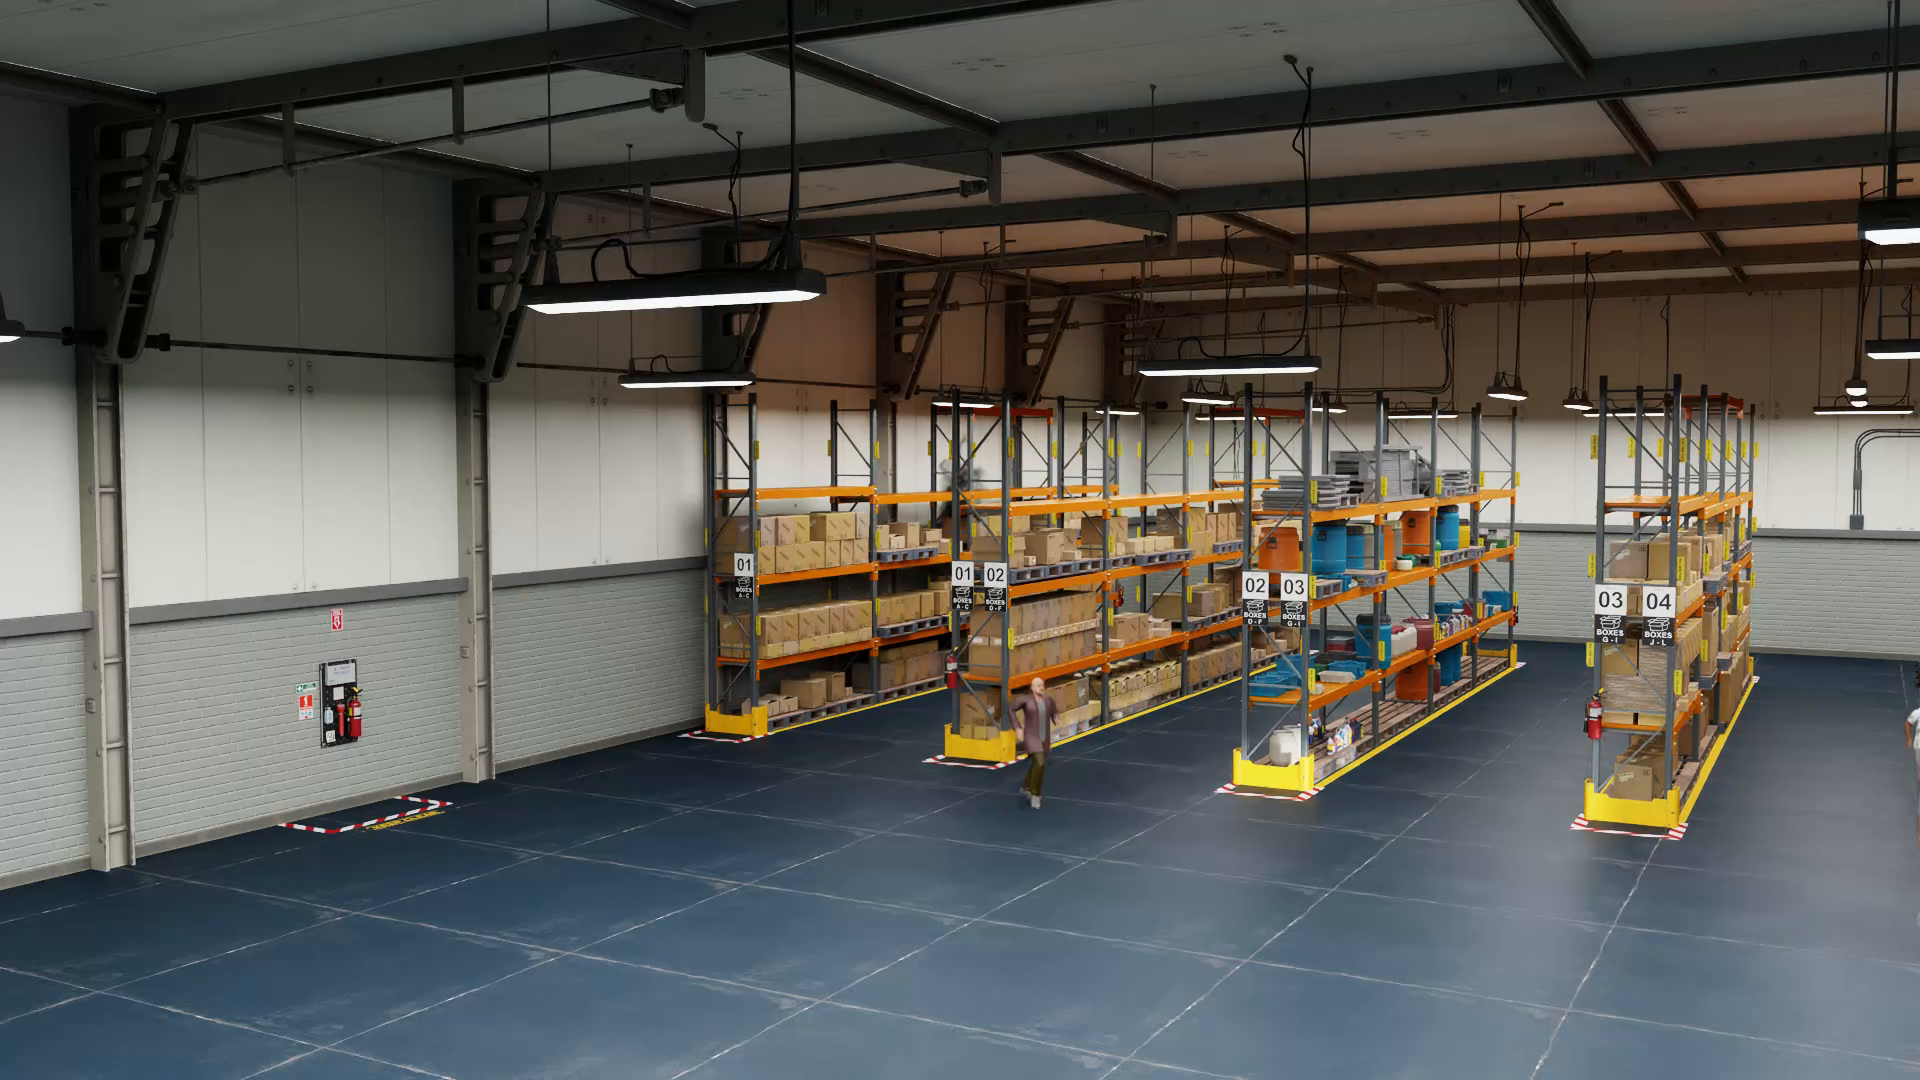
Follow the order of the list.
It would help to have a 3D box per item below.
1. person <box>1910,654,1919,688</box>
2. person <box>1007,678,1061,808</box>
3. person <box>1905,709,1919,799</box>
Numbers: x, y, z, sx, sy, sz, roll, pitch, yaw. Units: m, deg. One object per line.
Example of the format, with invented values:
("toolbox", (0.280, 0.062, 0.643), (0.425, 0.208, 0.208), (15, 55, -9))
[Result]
("person", (20.487, 2.272, 34.912), (0.816, 1.717, 0.670), (0, 3, -4))
("person", (1.094, 2.860, 23.513), (0.688, 1.840, 0.836), (-2, 4, -33))
("person", (13.336, 2.904, 22.851), (0.580, 1.712, 0.856), (1, 3, 24))
